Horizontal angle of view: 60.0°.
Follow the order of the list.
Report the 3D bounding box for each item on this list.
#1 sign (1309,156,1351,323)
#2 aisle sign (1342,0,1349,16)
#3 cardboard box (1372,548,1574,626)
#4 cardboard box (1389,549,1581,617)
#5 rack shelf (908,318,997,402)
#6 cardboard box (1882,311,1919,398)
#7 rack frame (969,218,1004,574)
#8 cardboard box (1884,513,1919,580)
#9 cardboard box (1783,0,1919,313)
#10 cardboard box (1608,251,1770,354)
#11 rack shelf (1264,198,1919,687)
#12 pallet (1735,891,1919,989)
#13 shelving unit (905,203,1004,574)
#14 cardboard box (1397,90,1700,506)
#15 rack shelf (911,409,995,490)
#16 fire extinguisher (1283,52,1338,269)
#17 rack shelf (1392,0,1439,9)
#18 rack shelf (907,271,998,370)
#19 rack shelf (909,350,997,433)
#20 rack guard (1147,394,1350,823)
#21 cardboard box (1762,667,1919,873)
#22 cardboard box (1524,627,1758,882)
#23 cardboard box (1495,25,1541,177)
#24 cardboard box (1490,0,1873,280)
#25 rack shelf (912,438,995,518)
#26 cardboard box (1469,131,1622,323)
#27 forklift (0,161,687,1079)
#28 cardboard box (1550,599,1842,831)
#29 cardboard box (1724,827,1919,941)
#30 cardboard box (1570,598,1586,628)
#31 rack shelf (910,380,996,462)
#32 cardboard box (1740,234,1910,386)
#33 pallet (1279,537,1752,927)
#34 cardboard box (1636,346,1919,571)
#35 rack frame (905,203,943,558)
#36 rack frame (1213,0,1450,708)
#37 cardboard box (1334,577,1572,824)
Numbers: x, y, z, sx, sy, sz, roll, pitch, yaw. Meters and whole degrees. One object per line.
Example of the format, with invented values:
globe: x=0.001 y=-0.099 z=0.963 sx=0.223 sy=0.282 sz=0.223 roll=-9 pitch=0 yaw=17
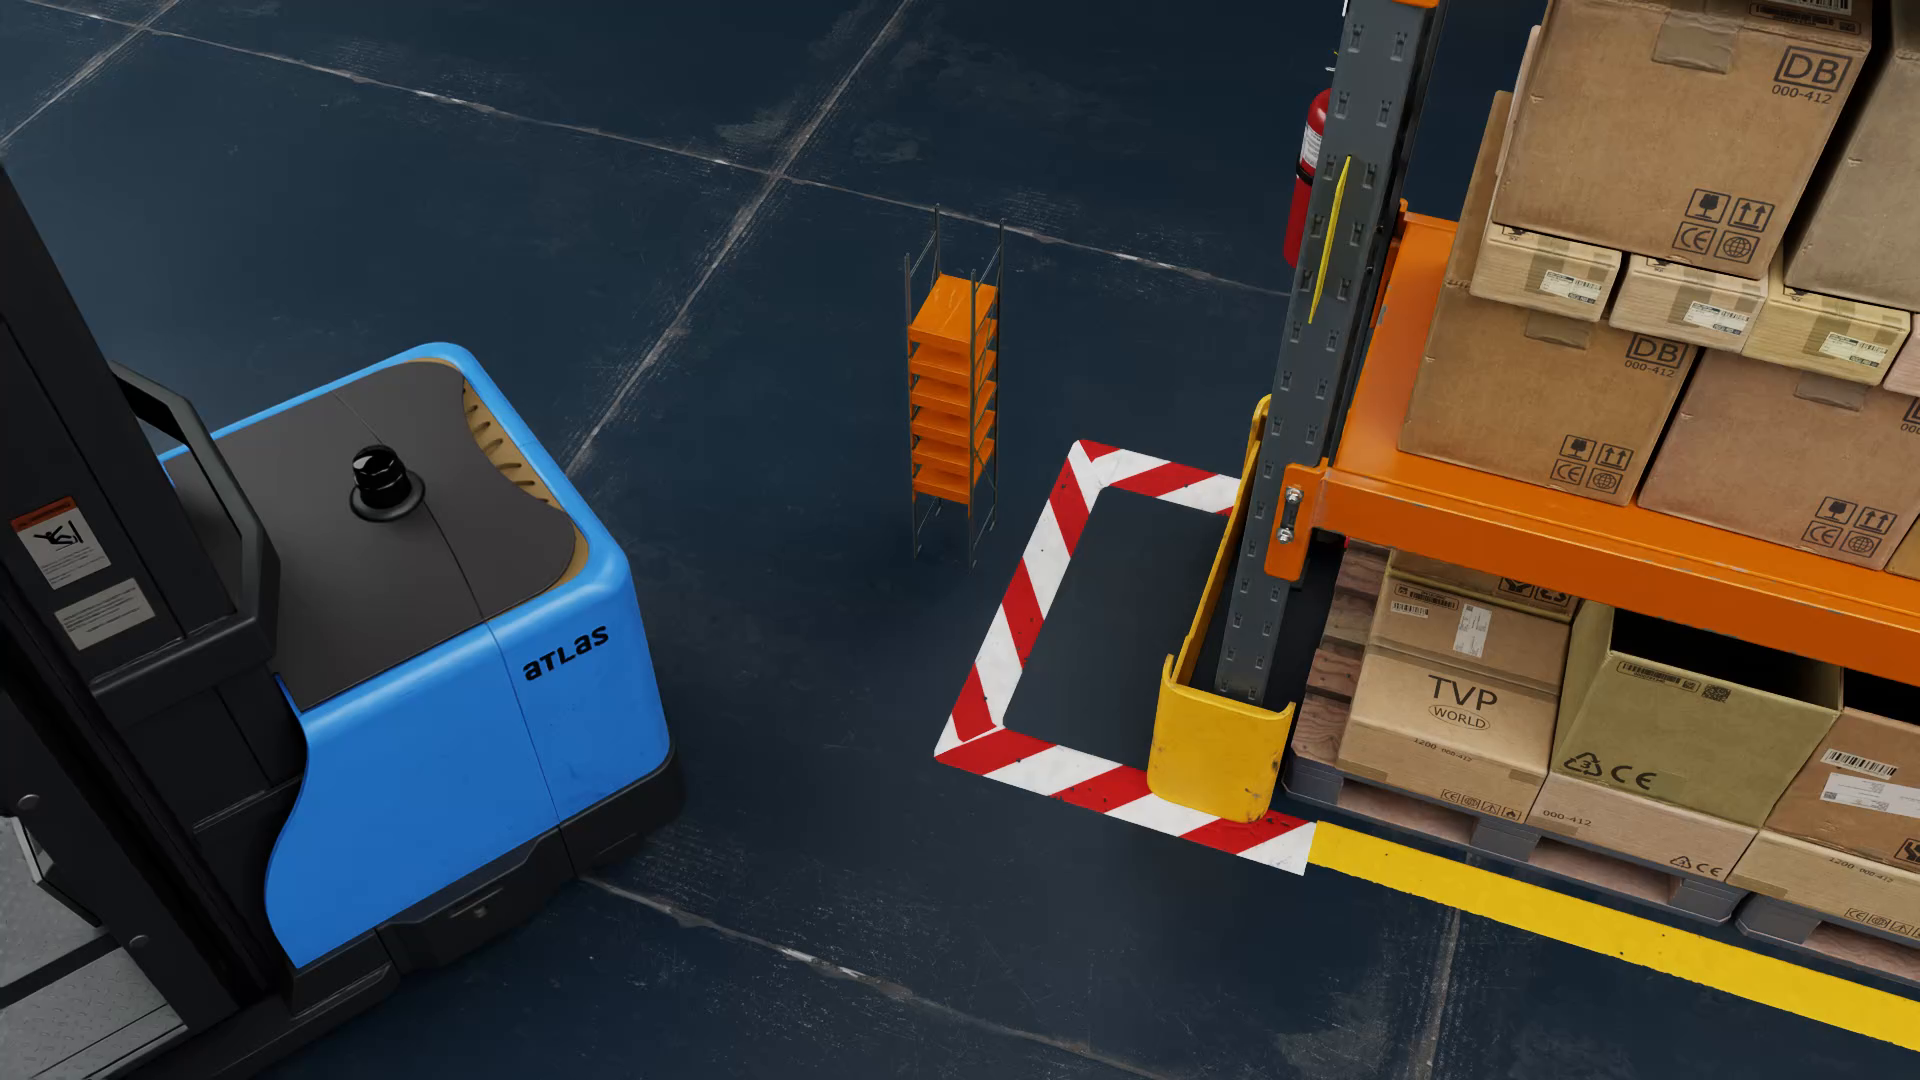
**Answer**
sign: x=0.693 y=-0.559 z=3.124 sx=0.005 sy=0.325 sz=0.100 roll=16 pitch=51 yaw=13
aisle sign: x=0.723 y=-1.293 z=2.665 sx=0.004 sy=0.787 sz=0.394 roll=16 pitch=51 yaw=13
cardboard box: x=1.497 y=0.052 z=4.761 sx=0.500 sy=0.250 sz=0.500 roll=16 pitch=51 yaw=13
cardboard box: x=1.497 y=-0.195 z=4.479 sx=0.500 sy=0.500 sz=0.500 roll=16 pitch=51 yaw=13
rack shelf: x=-0.014 y=-0.525 z=4.652 sx=0.180 sy=0.103 sz=0.258 roll=16 pitch=51 yaw=13
cardboard box: x=1.903 y=-0.430 z=3.142 sx=0.250 sy=0.149 sz=0.380 roll=15 pitch=51 yaw=13
rack frame: x=0.072 y=-0.373 z=4.779 sx=0.006 sy=1.200 sz=0.240 roll=16 pitch=51 yaw=13
cardboard box: x=2.283 y=-0.275 z=3.437 sx=0.500 sy=0.500 sz=0.700 roll=16 pitch=51 yaw=13
cardboard box: x=1.869 y=-0.820 z=3.051 sx=0.500 sy=0.500 sz=0.700 roll=14 pitch=51 yaw=12
cardboard box: x=1.433 y=-0.564 z=3.258 sx=0.250 sy=0.149 sz=0.380 roll=14 pitch=51 yaw=12
rack shelf: x=2.767 y=0.118 z=3.639 sx=4.000 sy=0.370 sz=1.077 roll=16 pitch=51 yaw=13
pallet: x=2.764 y=0.763 z=4.449 sx=1.213 sy=0.211 sz=1.003 roll=16 pitch=51 yaw=13
shelving unit: x=-0.014 y=-0.397 z=4.800 sx=0.189 sy=1.200 sz=0.258 roll=16 pitch=51 yaw=13
cardboard box: x=1.325 y=-0.543 z=3.669 sx=0.500 sy=0.500 sz=0.700 roll=16 pitch=51 yaw=13
rack shelf: x=-0.014 y=-0.289 z=4.924 sx=0.180 sy=0.103 sz=0.258 roll=16 pitch=51 yaw=13
fire extinguisher: x=0.941 y=-0.976 z=4.162 sx=0.183 sy=0.674 sz=0.296 roll=16 pitch=51 yaw=13
rack shelf: x=2.767 y=-0.865 z=2.505 sx=4.000 sy=0.370 sz=1.077 roll=16 pitch=51 yaw=13
rack shelf: x=-0.014 y=-0.603 z=4.561 sx=0.180 sy=0.103 sz=0.258 roll=16 pitch=51 yaw=13
rack shelf: x=-0.014 y=-0.446 z=4.743 sx=0.180 sy=0.103 sz=0.258 roll=16 pitch=51 yaw=13
rack guard: x=0.869 y=0.171 z=4.771 sx=0.348 sy=0.500 sz=1.175 roll=16 pitch=51 yaw=13
cardboard box: x=2.260 y=0.425 z=3.942 sx=0.500 sy=0.500 sz=0.500 roll=16 pitch=51 yaw=13
cardboard box: x=1.787 y=0.548 z=4.332 sx=0.500 sy=0.250 sz=0.500 roll=16 pitch=51 yaw=13
cardboard box: x=1.316 y=-0.922 z=3.568 sx=0.250 sy=0.149 sz=0.380 roll=15 pitch=51 yaw=13
cardboard box: x=1.374 y=-0.954 z=3.167 sx=0.500 sy=0.500 sz=0.700 roll=16 pitch=51 yaw=13
rack shelf: x=-0.014 y=-0.210 z=5.015 sx=0.180 sy=0.103 sz=0.258 roll=16 pitch=51 yaw=13
cardboard box: x=1.185 y=-0.631 z=3.317 sx=0.250 sy=0.149 sz=0.380 roll=15 pitch=51 yaw=13
forklift: x=-2.242 y=0.150 z=3.180 sx=3.031 sy=2.935 sz=1.130 roll=-28 pitch=55 yaw=-22
cardboard box: x=1.787 y=0.304 z=4.047 sx=0.500 sy=0.500 sz=0.500 roll=16 pitch=51 yaw=13
cardboard box: x=2.256 y=0.679 z=4.218 sx=0.500 sy=0.250 sz=0.500 roll=16 pitch=51 yaw=13
cardboard box: x=1.970 y=0.175 z=4.655 sx=0.500 sy=0.250 sz=0.500 roll=16 pitch=51 yaw=13
rack shelf: x=-0.014 y=-0.368 z=4.833 sx=0.180 sy=0.103 sz=0.258 roll=16 pitch=51 yaw=13
cardboard box: x=1.667 y=-0.498 z=3.201 sx=0.250 sy=0.149 sz=0.380 roll=16 pitch=51 yaw=13
pallet: x=1.623 y=0.442 z=4.727 sx=1.213 sy=0.211 sz=1.003 roll=16 pitch=51 yaw=13
cardboard box: x=1.819 y=-0.409 z=3.553 sx=0.500 sy=0.500 sz=0.700 roll=17 pitch=51 yaw=14
rack frame: x=-0.099 y=-0.421 z=4.821 sx=0.006 sy=1.200 sz=0.240 roll=16 pitch=51 yaw=13
rack frame: x=0.891 y=-0.641 z=3.821 sx=0.127 sy=3.000 sz=1.000 roll=16 pitch=51 yaw=13
cardboard box: x=1.317 y=0.420 z=4.443 sx=0.500 sy=0.250 sz=0.500 roll=16 pitch=51 yaw=13
